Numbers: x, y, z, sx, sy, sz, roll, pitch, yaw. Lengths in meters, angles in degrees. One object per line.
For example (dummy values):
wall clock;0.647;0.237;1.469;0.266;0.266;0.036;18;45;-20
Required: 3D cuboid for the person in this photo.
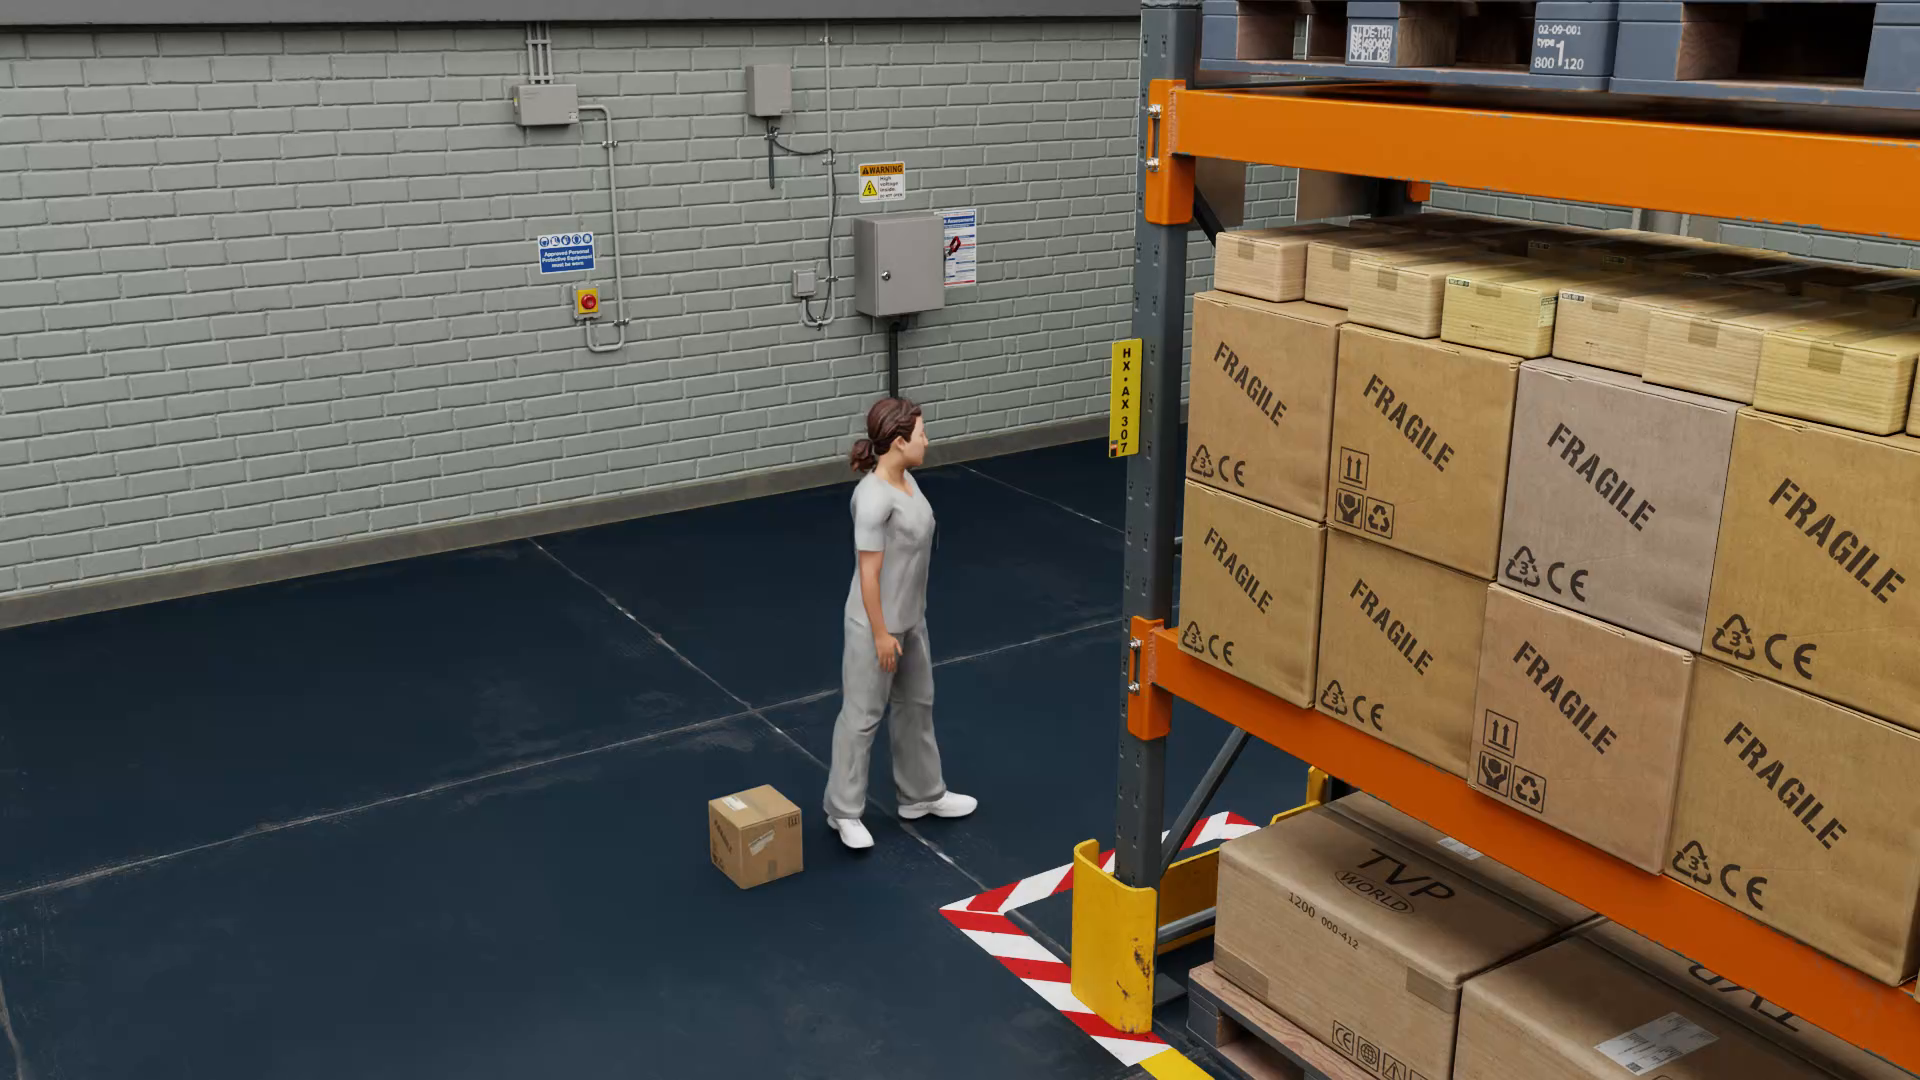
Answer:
person;-0.249;0.303;6.088;0.514;1.670;0.498;7;19;19
